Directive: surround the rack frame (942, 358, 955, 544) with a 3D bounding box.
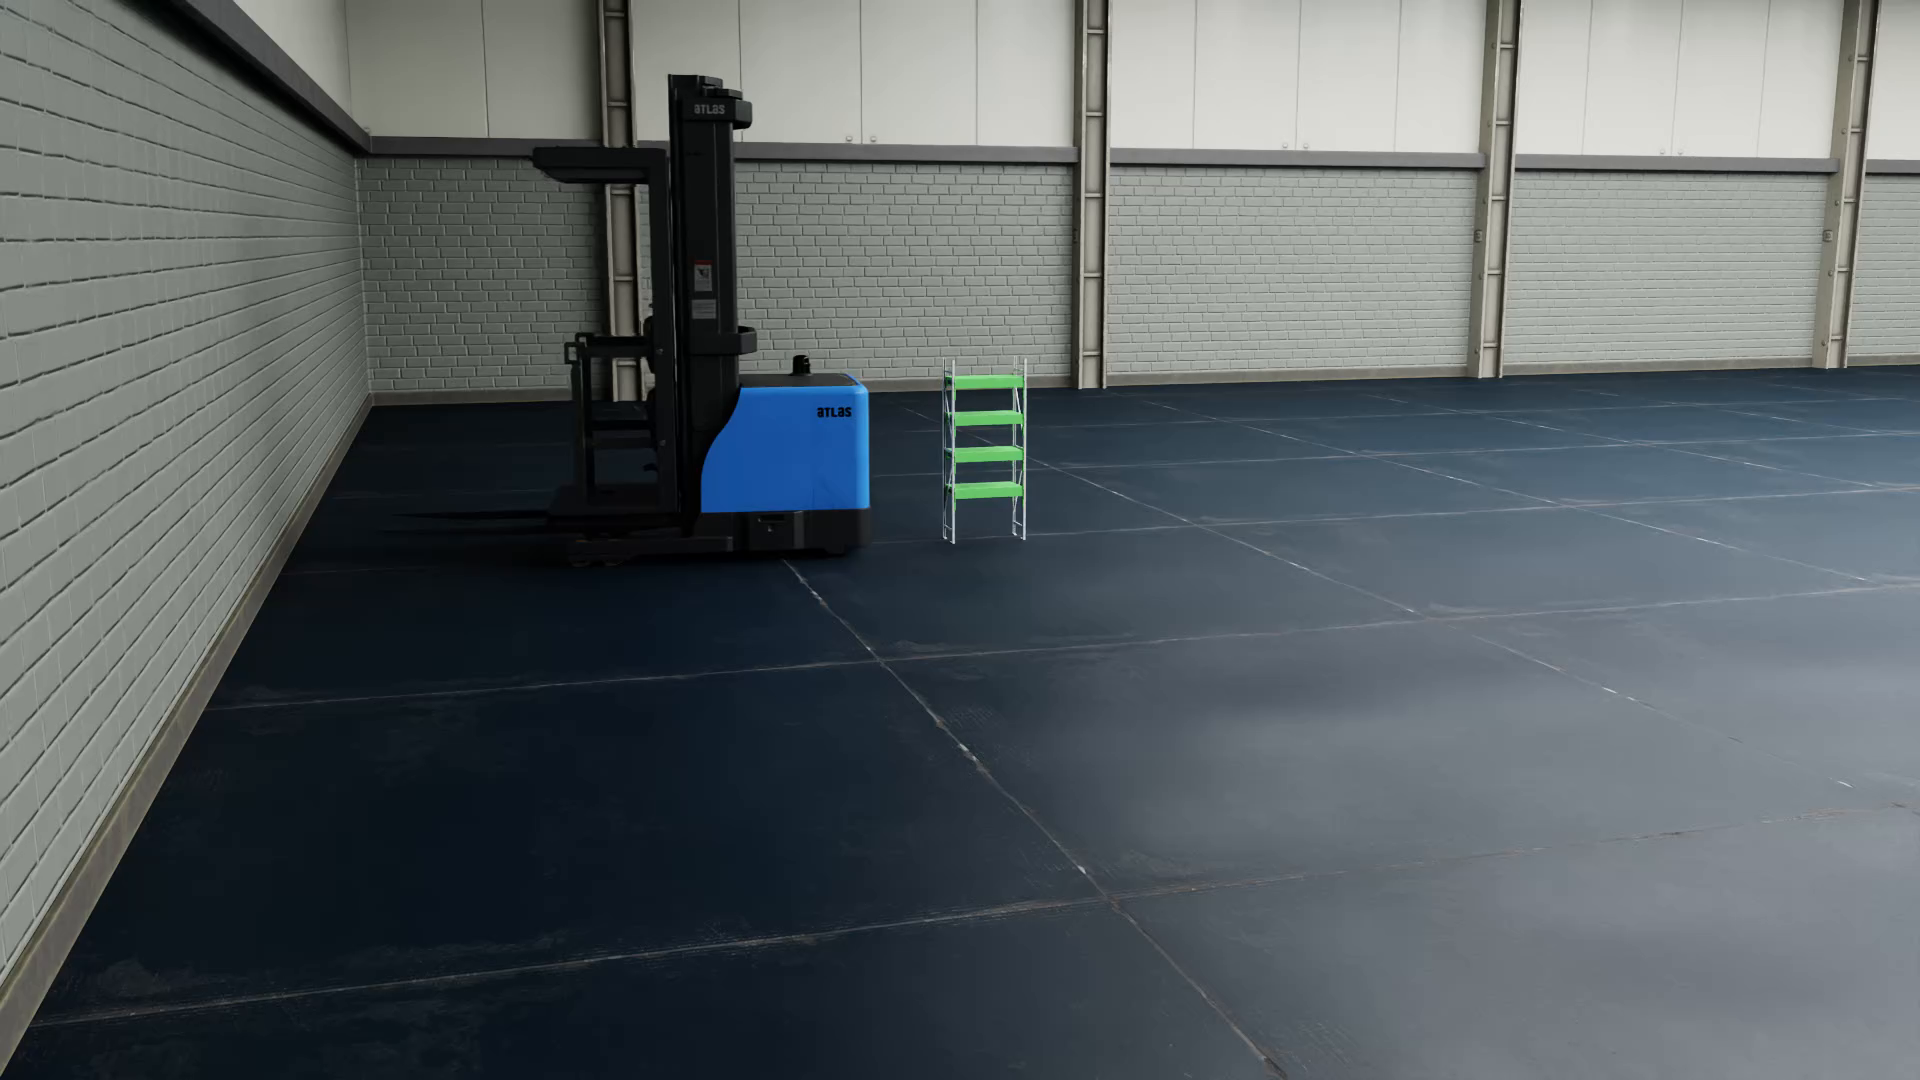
[{"bbox_3d":[-0.075,-0.586,10.916,0.015,1.200,0.240,-3,11,-16],"label":"rack frame"}]

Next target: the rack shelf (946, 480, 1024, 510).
[{"bbox_3d":[0.159,-0.300,11.038,0.480,0.148,0.258,-3,11,-16],"label":"rack shelf"}]

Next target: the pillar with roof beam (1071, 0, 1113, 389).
[{"bbox_3d":[2.903,-5.697,17.136,0.400,9.000,9.100,-3,11,-16],"label":"pillar with roof beam"}]

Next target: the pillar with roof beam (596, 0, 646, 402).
[{"bbox_3d":[-2.858,-5.393,15.487,0.400,9.000,9.100,-3,11,-16],"label":"pillar with roof beam"}]

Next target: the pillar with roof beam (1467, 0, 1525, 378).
[{"bbox_3d":[8.664,-6.000,18.786,0.400,9.000,9.100,-3,11,-16],"label":"pillar with roof beam"}]

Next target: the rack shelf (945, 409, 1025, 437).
[{"bbox_3d":[0.159,-0.772,10.951,0.480,0.148,0.258,-3,11,-16],"label":"rack shelf"}]

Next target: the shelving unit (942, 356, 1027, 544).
[{"bbox_3d":[0.159,-0.598,10.983,0.503,1.200,0.258,-3,11,-16],"label":"shelving unit"}]

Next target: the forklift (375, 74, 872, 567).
[{"bbox_3d":[-2.120,-1.380,10.449,3.031,2.935,1.130,-2,11,-9],"label":"forklift"}]

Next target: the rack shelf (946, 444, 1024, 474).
[{"bbox_3d":[0.159,-0.536,10.995,0.480,0.148,0.258,-3,11,-16],"label":"rack shelf"}]

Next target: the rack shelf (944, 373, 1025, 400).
[{"bbox_3d":[0.159,-1.008,10.908,0.480,0.148,0.258,-3,11,-16],"label":"rack shelf"}]

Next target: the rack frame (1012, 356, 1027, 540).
[{"bbox_3d":[0.393,-0.611,11.050,0.015,1.200,0.240,-3,11,-16],"label":"rack frame"}]

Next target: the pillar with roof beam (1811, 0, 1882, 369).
[{"bbox_3d":[14.424,-6.304,20.435,0.400,9.000,9.100,-3,11,-16],"label":"pillar with roof beam"}]
